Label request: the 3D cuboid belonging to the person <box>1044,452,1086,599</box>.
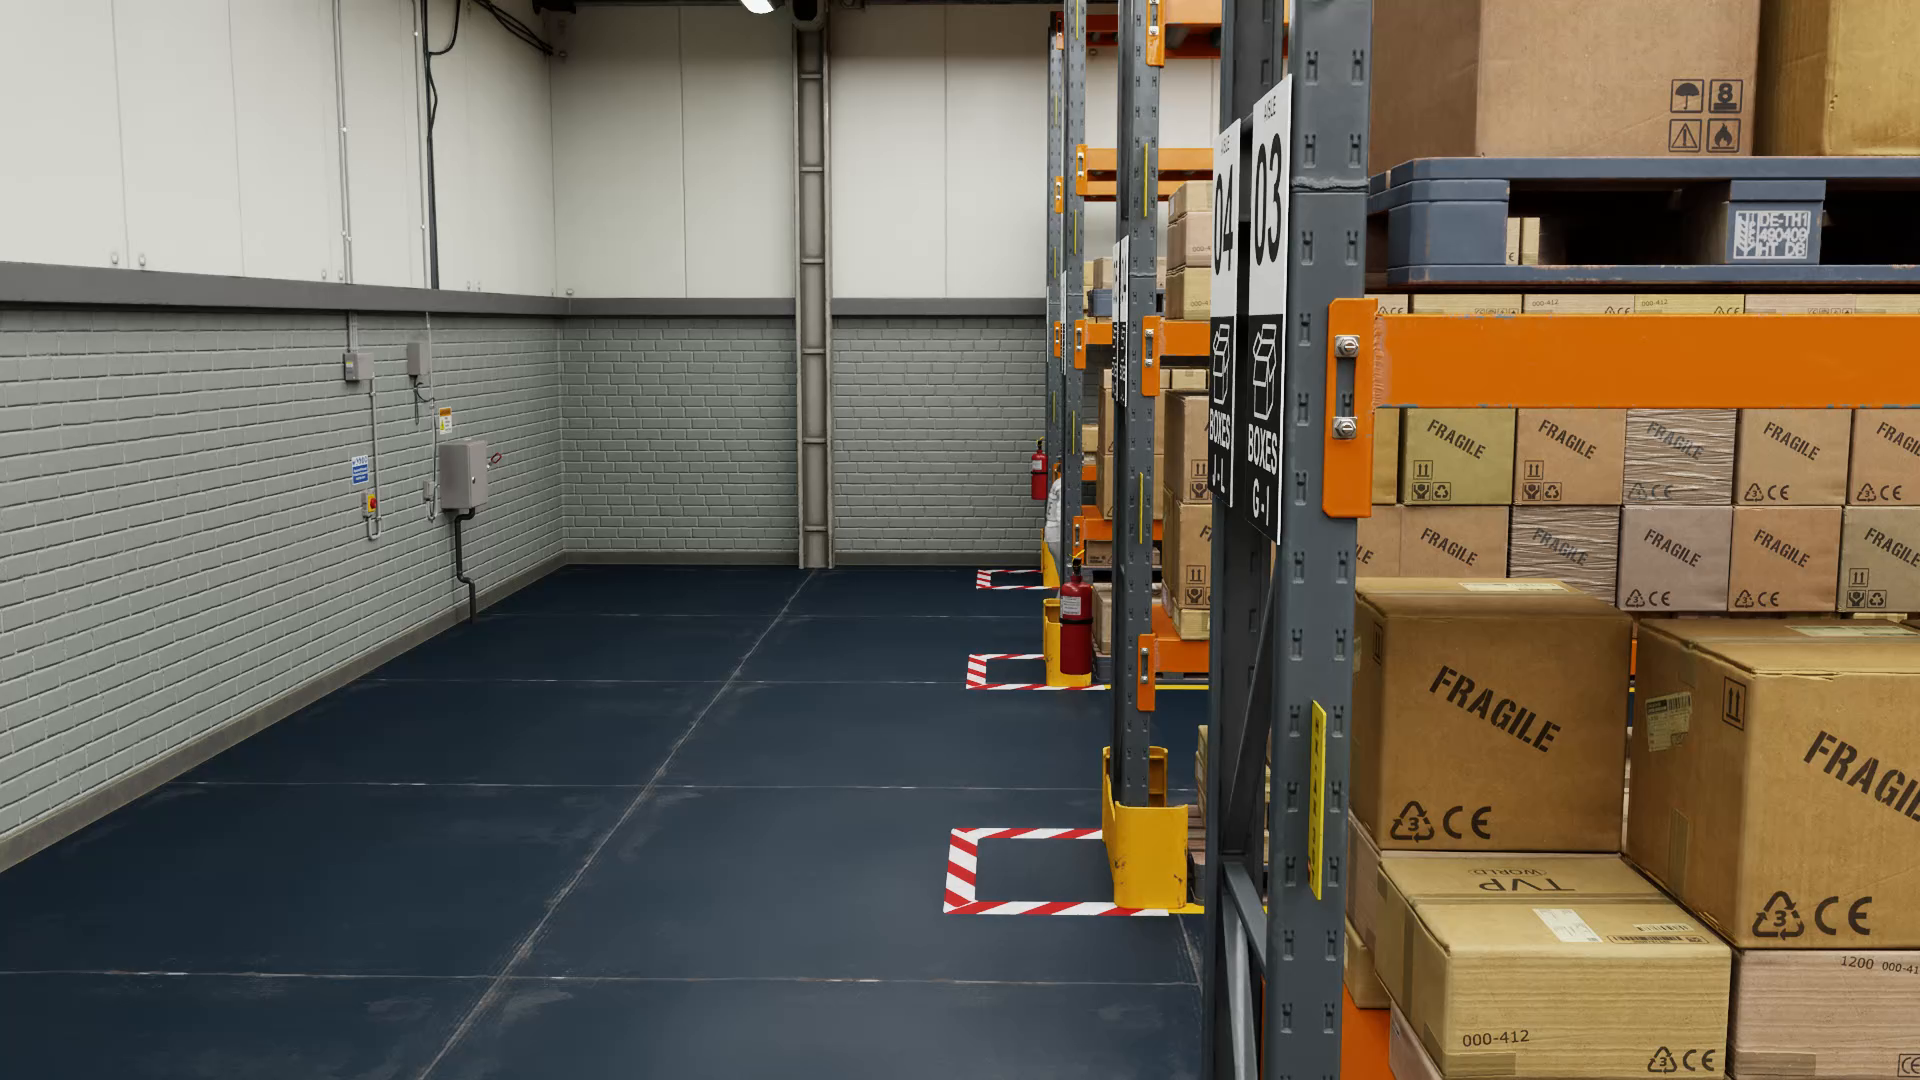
[{"bbox_3d":[0.961,0.042,14.933,0.404,1.664,0.530,0,7,2],"label":"person"}]
